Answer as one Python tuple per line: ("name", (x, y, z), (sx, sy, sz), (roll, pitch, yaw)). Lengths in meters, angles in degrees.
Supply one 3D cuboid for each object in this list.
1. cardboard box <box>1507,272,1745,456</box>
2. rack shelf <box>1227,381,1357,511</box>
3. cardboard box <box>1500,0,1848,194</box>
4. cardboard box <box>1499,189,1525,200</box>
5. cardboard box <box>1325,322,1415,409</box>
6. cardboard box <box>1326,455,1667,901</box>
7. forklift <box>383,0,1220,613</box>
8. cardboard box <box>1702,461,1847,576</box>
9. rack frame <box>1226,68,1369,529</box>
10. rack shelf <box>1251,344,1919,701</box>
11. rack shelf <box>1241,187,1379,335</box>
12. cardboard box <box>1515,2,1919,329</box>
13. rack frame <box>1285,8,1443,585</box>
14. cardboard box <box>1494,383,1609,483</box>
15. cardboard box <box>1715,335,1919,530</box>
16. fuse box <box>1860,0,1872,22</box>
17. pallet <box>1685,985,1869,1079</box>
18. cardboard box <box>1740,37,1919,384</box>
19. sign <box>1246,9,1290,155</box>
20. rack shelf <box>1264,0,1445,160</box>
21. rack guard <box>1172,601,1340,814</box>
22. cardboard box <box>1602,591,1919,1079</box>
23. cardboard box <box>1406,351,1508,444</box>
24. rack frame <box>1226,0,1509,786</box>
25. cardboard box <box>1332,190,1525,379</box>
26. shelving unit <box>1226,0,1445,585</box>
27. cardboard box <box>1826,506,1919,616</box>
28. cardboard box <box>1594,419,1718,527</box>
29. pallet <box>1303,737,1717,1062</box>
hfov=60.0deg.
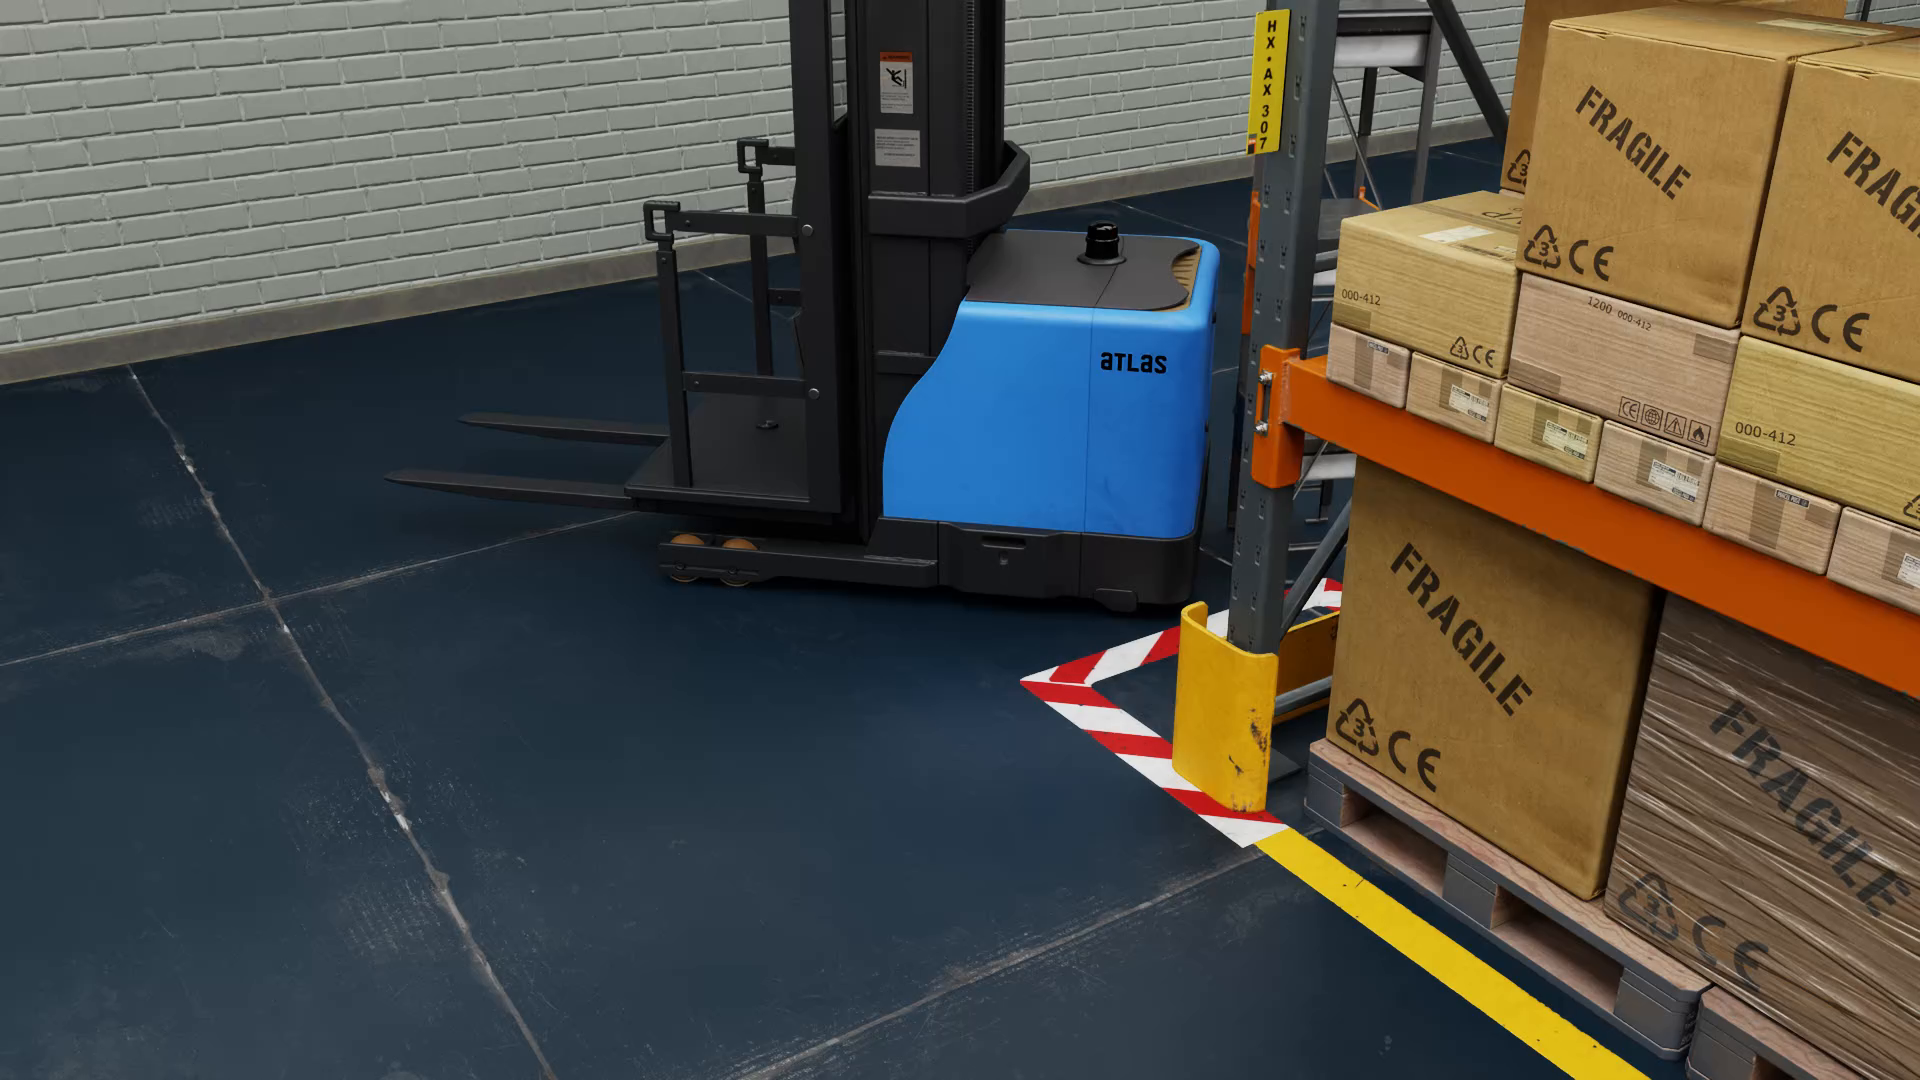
("cardboard box", (1.515, -0.419, 3.452), (0.500, 0.250, 0.500), (-16, 30, -30))
("rack shelf", (1.255, -0.259, 6.007), (0.431, 0.518, 0.480), (-4, 26, -8))
("cardboard box", (1.676, -1.064, 3.940), (0.500, 0.500, 0.500), (-15, 29, -29))
("cardboard box", (1.677, -0.727, 4.103), (0.500, 0.250, 0.500), (-16, 30, -30))
("cardboard box", (1.107, -0.454, 3.992), (0.380, 0.149, 0.250), (-15, 29, -29))
("cardboard box", (1.606, 0.210, 4.289), (0.875, 0.875, 0.875), (-16, 29, -30))
("forklift", (-0.611, -1.375, 5.730), (3.031, 2.935, 1.130), (5, 26, 10))
("cardboard box", (1.670, -0.087, 3.215), (0.380, 0.149, 0.250), (-16, 30, -31))
("rack frame", (1.216, -1.006, 5.918), (0.400, 2.100, 0.015), (-4, 26, -8))
("rack shelf", (2.282, 0.269, 3.009), (1.077, 0.370, 4.000), (-16, 29, -30))
("rack shelf", (1.255, -0.890, 5.706), (0.431, 0.518, 0.480), (-4, 26, -8))
("cardboard box", (1.498, -0.764, 3.303), (0.500, 0.500, 0.500), (-16, 30, -31))
("rack frame", (1.295, -0.799, 5.483), (0.400, 2.100, 0.015), (-4, 26, -8))
("cardboard box", (1.388, -0.271, 3.605), (0.380, 0.149, 0.250), (-16, 30, -31))
("cardboard box", (1.786, -0.239, 3.069), (0.500, 0.250, 0.500), (-17, 30, -31))
("fuse box", (8.235, -4.947, 14.725), (0.539, 1.711, 0.414), (-16, 29, -30))
("pallet", (2.354, 1.193, 3.475), (1.003, 0.211, 1.213), (-16, 29, -30))
("cardboard box", (1.786, -0.580, 2.914), (0.500, 0.500, 0.500), (-16, 30, -31))
("sign", (0.721, -1.072, 3.899), (0.100, 0.325, 0.005), (-16, 29, -30))
("rack shelf", (1.256, -1.522, 5.405), (0.431, 0.518, 0.480), (-4, 26, -8))
("rack guard", (1.177, 0.350, 4.922), (1.175, 0.500, 0.348), (-16, 29, -30))
("cardboard box", (2.103, 0.535, 3.600), (0.875, 0.875, 0.875), (-16, 29, -30))
("cardboard box", (1.248, -0.363, 3.799), (0.380, 0.149, 0.250), (-16, 30, -30))
("rack frame", (1.190, -0.772, 4.371), (1.000, 3.000, 0.127), (-16, 29, -30))
("cardboard box", (1.226, -0.604, 3.842), (0.500, 0.250, 0.500), (-16, 30, -31))
("shelving unit", (1.255, -0.903, 5.700), (0.431, 2.100, 0.503), (-4, 26, -8))
("cardboard box", (1.811, 0.005, 3.019), (0.380, 0.149, 0.250), (-16, 30, -30))
("cardboard box", (1.532, -0.178, 3.408), (0.380, 0.149, 0.250), (-16, 30, -30))
("pallet", (1.692, 0.757, 4.399), (1.003, 0.211, 1.213), (-16, 29, -30))
